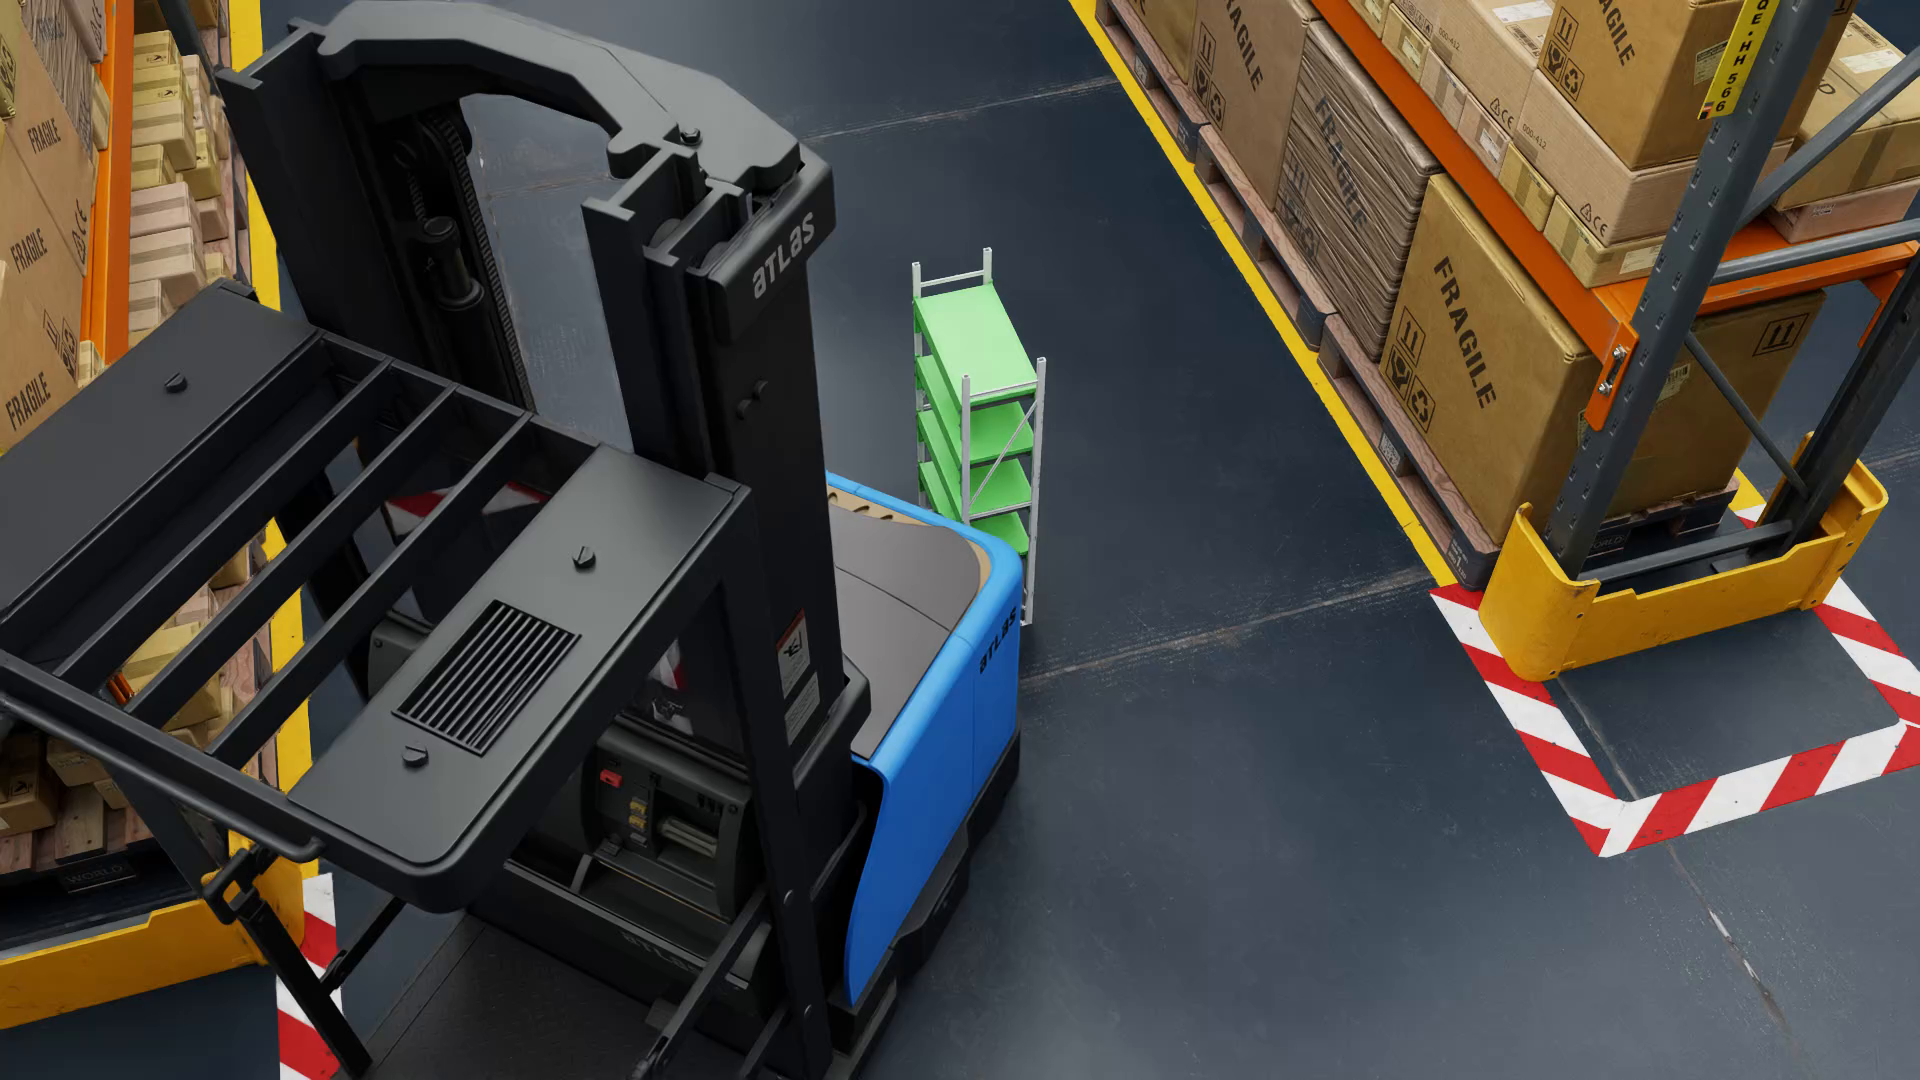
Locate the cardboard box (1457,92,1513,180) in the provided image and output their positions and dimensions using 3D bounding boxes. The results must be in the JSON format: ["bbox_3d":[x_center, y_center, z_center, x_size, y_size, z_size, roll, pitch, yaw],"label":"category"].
[{"bbox_3d":[1.739,-1.249,5.005,0.380,0.149,0.250,-13,51,-11],"label":"cardboard box"}]

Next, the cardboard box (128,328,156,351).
[{"bbox_3d":[-2.696,-0.547,5.450,0.380,0.149,0.250,-13,51,-10],"label":"cardboard box"}]

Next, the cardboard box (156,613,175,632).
[{"bbox_3d":[-2.484,0.236,4.790,0.380,0.149,0.250,-12,51,-10],"label":"cardboard box"}]

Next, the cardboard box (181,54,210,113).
[{"bbox_3d":[-3.243,-1.798,6.699,0.380,0.149,0.250,-12,51,-10],"label":"cardboard box"}]

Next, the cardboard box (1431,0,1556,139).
[{"bbox_3d":[1.765,-1.482,4.941,0.500,0.250,0.500,-14,51,-12],"label":"cardboard box"}]

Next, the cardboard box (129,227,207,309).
[{"bbox_3d":[-2.830,-0.915,5.760,0.380,0.149,0.250,-15,51,-12],"label":"cardboard box"}]

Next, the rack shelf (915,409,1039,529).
[{"bbox_3d":[0.049,-0.225,5.238,0.258,0.148,0.480,-13,51,-11],"label":"rack shelf"}]

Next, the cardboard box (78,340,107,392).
[{"bbox_3d":[-2.383,-0.337,4.237,0.380,0.149,0.250,-15,51,-12],"label":"cardboard box"}]

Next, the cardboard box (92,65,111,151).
[{"bbox_3d":[-2.801,-1.282,5.033,0.380,0.149,0.250,-12,51,-10],"label":"cardboard box"}]

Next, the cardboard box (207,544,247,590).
[{"bbox_3d":[-2.513,0.042,5.343,0.380,0.149,0.250,-13,51,-11],"label":"cardboard box"}]

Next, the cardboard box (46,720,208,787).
[{"bbox_3d":[-2.367,0.524,4.741,0.380,0.149,0.250,-11,51,-9],"label":"cardboard box"}]

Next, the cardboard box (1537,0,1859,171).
[{"bbox_3d":[1.916,-1.356,4.344,0.500,0.500,0.500,-13,51,-11],"label":"cardboard box"}]

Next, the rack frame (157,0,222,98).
[{"bbox_3d":[-3.640,-2.644,6.017,1.000,3.000,0.127,-13,51,-11],"label":"rack frame"}]

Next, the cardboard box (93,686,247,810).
[{"bbox_3d":[-2.306,0.606,4.867,0.380,0.149,0.250,-12,51,-10],"label":"cardboard box"}]

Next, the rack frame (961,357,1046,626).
[{"bbox_3d":[0.121,-0.088,5.039,0.240,1.200,0.015,-13,51,-11],"label":"rack frame"}]

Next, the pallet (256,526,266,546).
[{"bbox_3d":[-3.043,-0.370,5.924,1.003,0.211,1.213,-13,51,-11],"label":"pallet"}]

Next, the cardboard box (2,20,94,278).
[{"bbox_3d":[-2.642,-0.987,4.360,0.500,0.500,0.500,-13,51,-10],"label":"cardboard box"}]

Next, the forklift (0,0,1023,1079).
[{"bbox_3d":[-0.942,0.601,3.326,1.130,2.935,3.031,21,53,17],"label":"forklift"}]

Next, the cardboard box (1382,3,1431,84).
[{"bbox_3d":[1.587,-1.620,5.318,0.380,0.149,0.250,-14,51,-12],"label":"cardboard box"}]

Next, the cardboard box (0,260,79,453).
[{"bbox_3d":[-2.326,-0.241,3.731,0.500,0.500,0.500,-11,51,-9],"label":"cardboard box"}]

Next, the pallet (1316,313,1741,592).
[{"bbox_3d":[2.000,-0.438,5.981,1.003,0.211,1.213,-13,51,-11],"label":"pallet"}]

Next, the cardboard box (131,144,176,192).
[{"bbox_3d":[-3.090,-1.286,6.073,0.380,0.149,0.250,-12,51,-10],"label":"cardboard box"}]

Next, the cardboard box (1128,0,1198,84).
[{"bbox_3d":[1.247,-2.642,7.130,0.875,0.875,0.875,-13,51,-11],"label":"cardboard box"}]

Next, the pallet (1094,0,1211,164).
[{"bbox_3d":[1.278,-2.220,7.483,1.003,0.211,1.213,-13,51,-11],"label":"pallet"}]

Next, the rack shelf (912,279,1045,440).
[{"bbox_3d":[0.049,-0.534,4.871,0.258,0.148,0.480,-13,51,-11],"label":"rack shelf"}]

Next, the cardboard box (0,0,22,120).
[{"bbox_3d":[-2.624,-1.313,3.981,0.500,0.500,0.500,-14,51,-12],"label":"cardboard box"}]

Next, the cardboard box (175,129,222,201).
[{"bbox_3d":[-3.055,-1.412,6.373,0.380,0.149,0.250,-15,51,-12],"label":"cardboard box"}]

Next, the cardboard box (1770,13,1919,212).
[{"bbox_3d":[2.427,-1.229,4.728,0.500,0.250,0.500,-15,51,-12],"label":"cardboard box"}]

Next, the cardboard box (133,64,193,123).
[{"bbox_3d":[-3.173,-1.673,6.400,0.380,0.149,0.250,-13,51,-11],"label":"cardboard box"}]

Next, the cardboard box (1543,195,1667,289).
[{"bbox_3d":[1.891,-0.875,4.690,0.380,0.149,0.250,-12,51,-10],"label":"cardboard box"}]

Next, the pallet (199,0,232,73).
[{"bbox_3d":[-3.872,-2.313,7.562,1.003,0.211,1.213,-13,51,-11],"label":"pallet"}]

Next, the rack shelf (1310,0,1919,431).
[{"bbox_3d":[1.719,-1.999,5.944,1.077,0.370,4.000,-13,51,-11],"label":"rack shelf"}]

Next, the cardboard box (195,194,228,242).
[{"bbox_3d":[-3.062,-1.264,6.444,0.380,0.149,0.250,-15,51,-12],"label":"cardboard box"}]

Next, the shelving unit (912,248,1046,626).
[{"bbox_3d":[0.049,-0.266,5.189,0.258,1.200,0.503,-13,51,-11],"label":"shelving unit"}]

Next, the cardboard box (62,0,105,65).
[{"bbox_3d":[-2.929,-1.740,4.995,0.500,0.500,0.500,-14,51,-11],"label":"cardboard box"}]

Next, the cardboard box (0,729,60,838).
[{"bbox_3d":[-2.812,0.724,4.768,0.380,0.149,0.250,-13,51,-10],"label":"cardboard box"}]

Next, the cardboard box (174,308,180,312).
[{"bbox_3d":[-2.921,-0.824,5.878,0.380,0.149,0.250,-16,52,-13],"label":"cardboard box"}]

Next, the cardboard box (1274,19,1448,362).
[{"bbox_3d":[1.776,-1.335,6.028,0.875,0.875,0.875,-13,51,-11],"label":"cardboard box"}]

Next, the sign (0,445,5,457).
[{"bbox_3d":[-1.939,-0.124,3.327,0.100,0.325,0.005,-13,51,-11],"label":"sign"}]

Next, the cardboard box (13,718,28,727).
[{"bbox_3d":[-2.912,0.441,4.812,0.380,0.149,0.250,-14,51,-12],"label":"cardboard box"}]

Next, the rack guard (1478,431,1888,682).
[{"bbox_3d":[2.318,0.053,5.378,1.175,0.500,0.348,-13,51,-11],"label":"rack guard"}]
